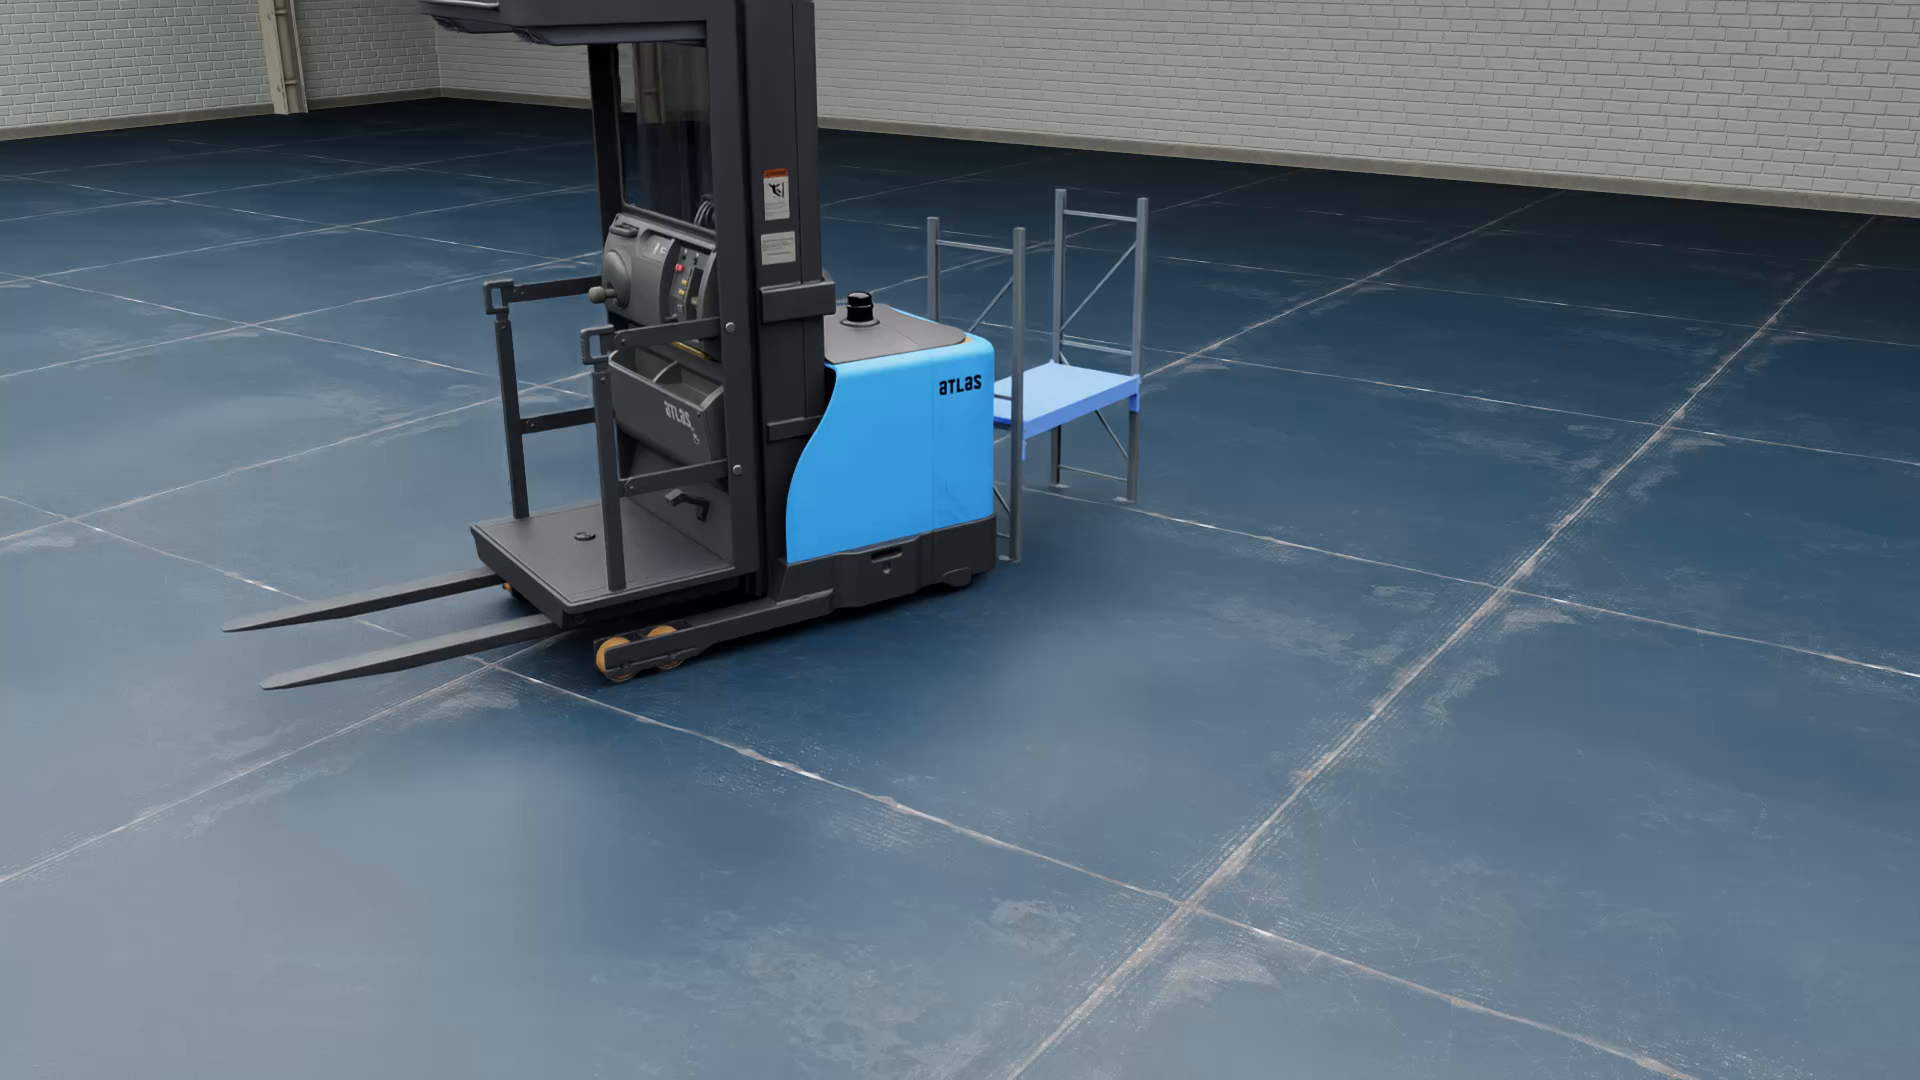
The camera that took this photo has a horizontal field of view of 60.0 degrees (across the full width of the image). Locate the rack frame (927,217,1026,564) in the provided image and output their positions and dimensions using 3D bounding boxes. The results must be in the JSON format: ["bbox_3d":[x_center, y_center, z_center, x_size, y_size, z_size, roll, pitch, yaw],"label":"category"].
[{"bbox_3d":[0.066,-0.653,7.369,0.500,1.500,0.032,14,25,34],"label":"rack frame"}]

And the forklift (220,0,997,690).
[{"bbox_3d":[-1.345,-1.045,6.365,3.031,2.935,1.130,-13,24,-32],"label":"forklift"}]

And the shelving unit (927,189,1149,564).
[{"bbox_3d":[0.368,-0.795,7.752,0.538,1.500,1.048,14,25,34],"label":"shelving unit"}]

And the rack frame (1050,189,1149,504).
[{"bbox_3d":[0.670,-0.937,8.136,0.500,1.500,0.032,14,25,34],"label":"rack frame"}]

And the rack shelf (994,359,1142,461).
[{"bbox_3d":[0.368,-0.626,7.815,0.538,0.185,1.000,14,25,34],"label":"rack shelf"}]

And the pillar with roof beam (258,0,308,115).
[{"bbox_3d":[-6.665,-9.911,21.588,9.100,9.000,0.400,13,24,32],"label":"pillar with roof beam"}]
